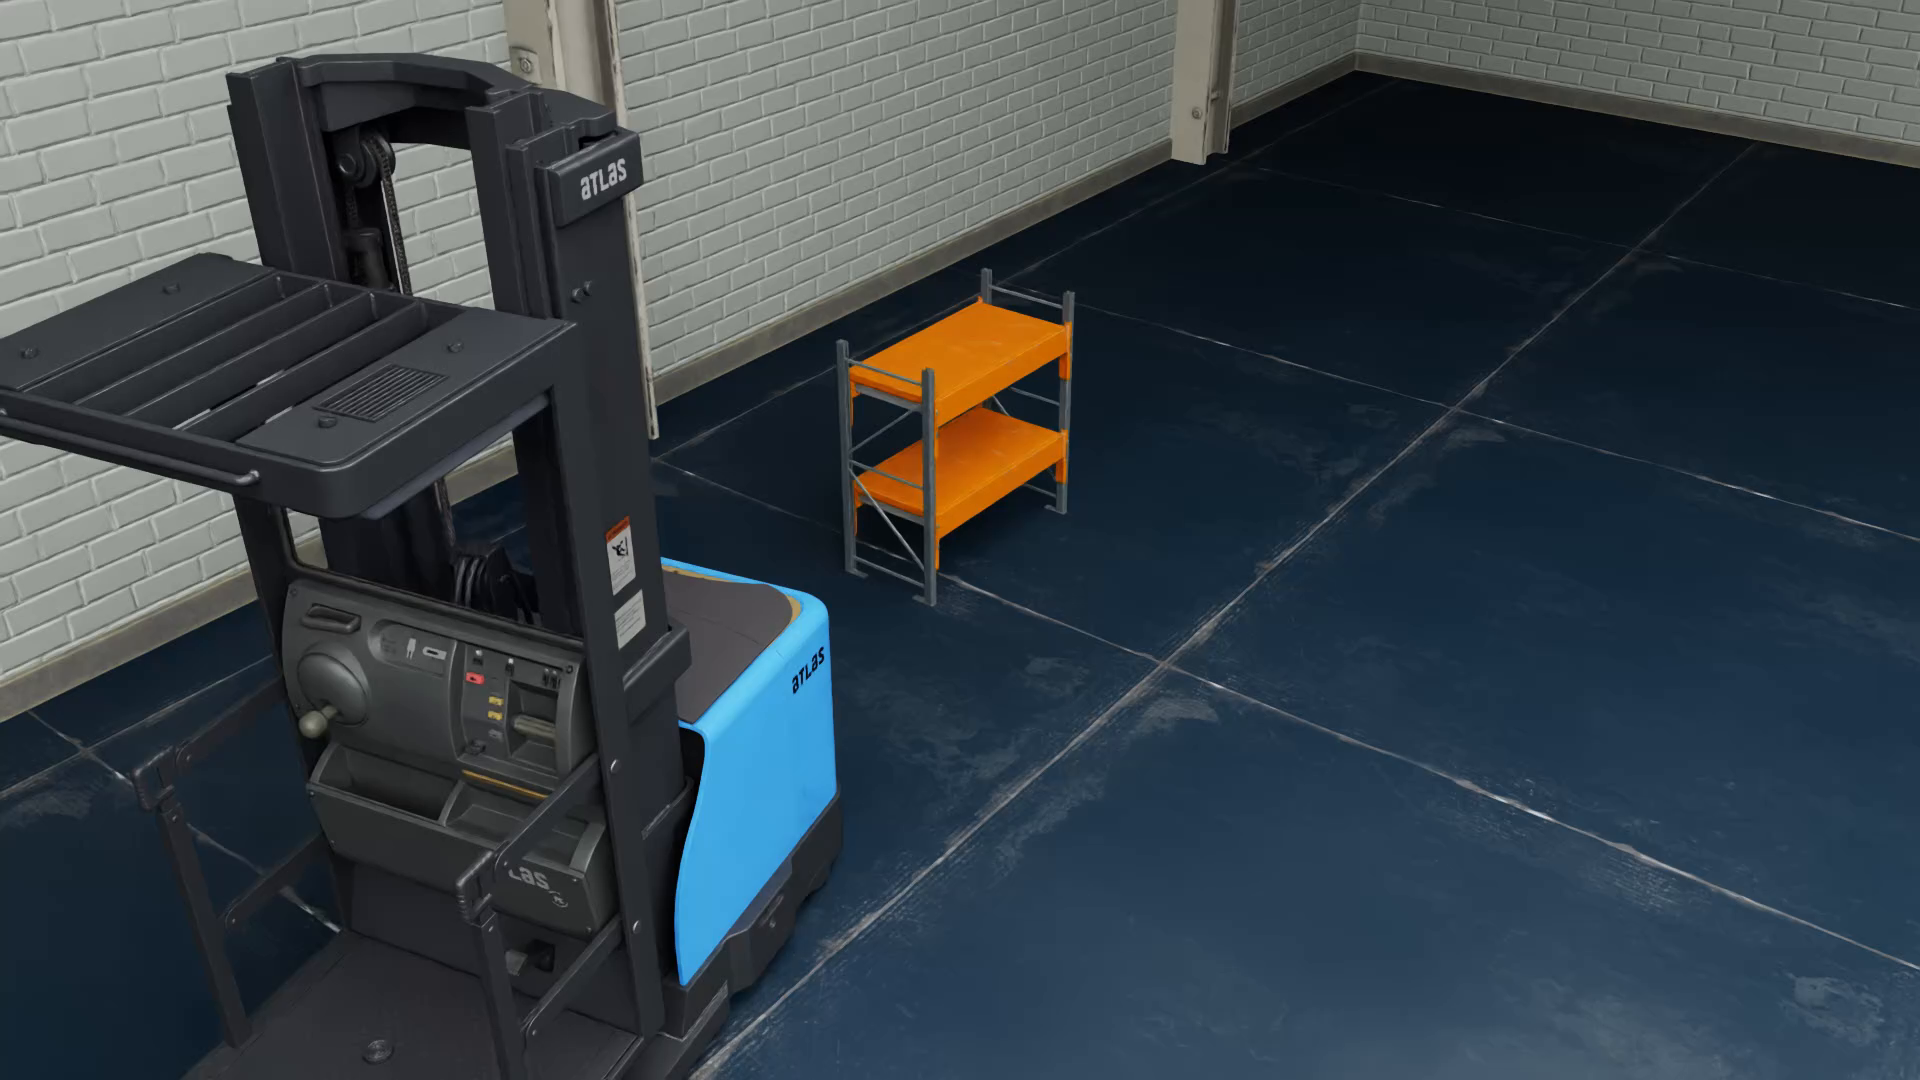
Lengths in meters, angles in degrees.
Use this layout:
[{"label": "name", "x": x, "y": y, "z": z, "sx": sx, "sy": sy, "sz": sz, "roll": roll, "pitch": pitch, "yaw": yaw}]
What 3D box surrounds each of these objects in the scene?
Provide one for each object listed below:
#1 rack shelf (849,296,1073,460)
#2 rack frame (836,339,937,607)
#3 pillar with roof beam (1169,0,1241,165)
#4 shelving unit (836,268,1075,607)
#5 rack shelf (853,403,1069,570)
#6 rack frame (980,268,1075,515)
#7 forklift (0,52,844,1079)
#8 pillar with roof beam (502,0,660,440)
[{"label": "rack shelf", "x": -0.004, "y": -0.733, "z": 7.309, "sx": 0.538, "sy": 0.278, "sz": 1.000, "roll": 21, "pitch": 37, "yaw": 31}, {"label": "rack frame", "x": -0.311, "y": -0.275, "z": 7.110, "sx": 0.500, "sy": 1.125, "sz": 0.032, "roll": 21, "pitch": 37, "yaw": 31}, {"label": "pillar with roof beam", "x": 5.252, "y": -5.493, "z": 8.191, "sx": 9.100, "sy": 9.000, "sz": 0.400, "roll": 21, "pitch": 37, "yaw": 31}, {"label": "shelving unit", "x": -0.004, "y": -0.481, "z": 7.459, "sx": 0.538, "sy": 1.125, "sz": 1.048, "roll": 21, "pitch": 37, "yaw": 31}, {"label": "rack shelf", "x": -0.004, "y": -0.271, "z": 7.583, "sx": 0.538, "sy": 0.278, "sz": 1.000, "roll": 21, "pitch": 37, "yaw": 31}, {"label": "rack frame", "x": 0.303, "y": -0.688, "z": 7.807, "sx": 0.500, "sy": 1.125, "sz": 0.032, "roll": 21, "pitch": 37, "yaw": 31}, {"label": "forklift", "x": -1.465, "y": 0.433, "z": 4.145, "sx": 1.130, "sy": 2.935, "sz": 3.031, "roll": 13, "pitch": 33, "yaw": 20}, {"label": "pillar with roof beam", "x": 1.630, "y": -3.054, "z": 4.076, "sx": 9.100, "sy": 9.000, "sz": 0.400, "roll": 21, "pitch": 37, "yaw": 31}]
